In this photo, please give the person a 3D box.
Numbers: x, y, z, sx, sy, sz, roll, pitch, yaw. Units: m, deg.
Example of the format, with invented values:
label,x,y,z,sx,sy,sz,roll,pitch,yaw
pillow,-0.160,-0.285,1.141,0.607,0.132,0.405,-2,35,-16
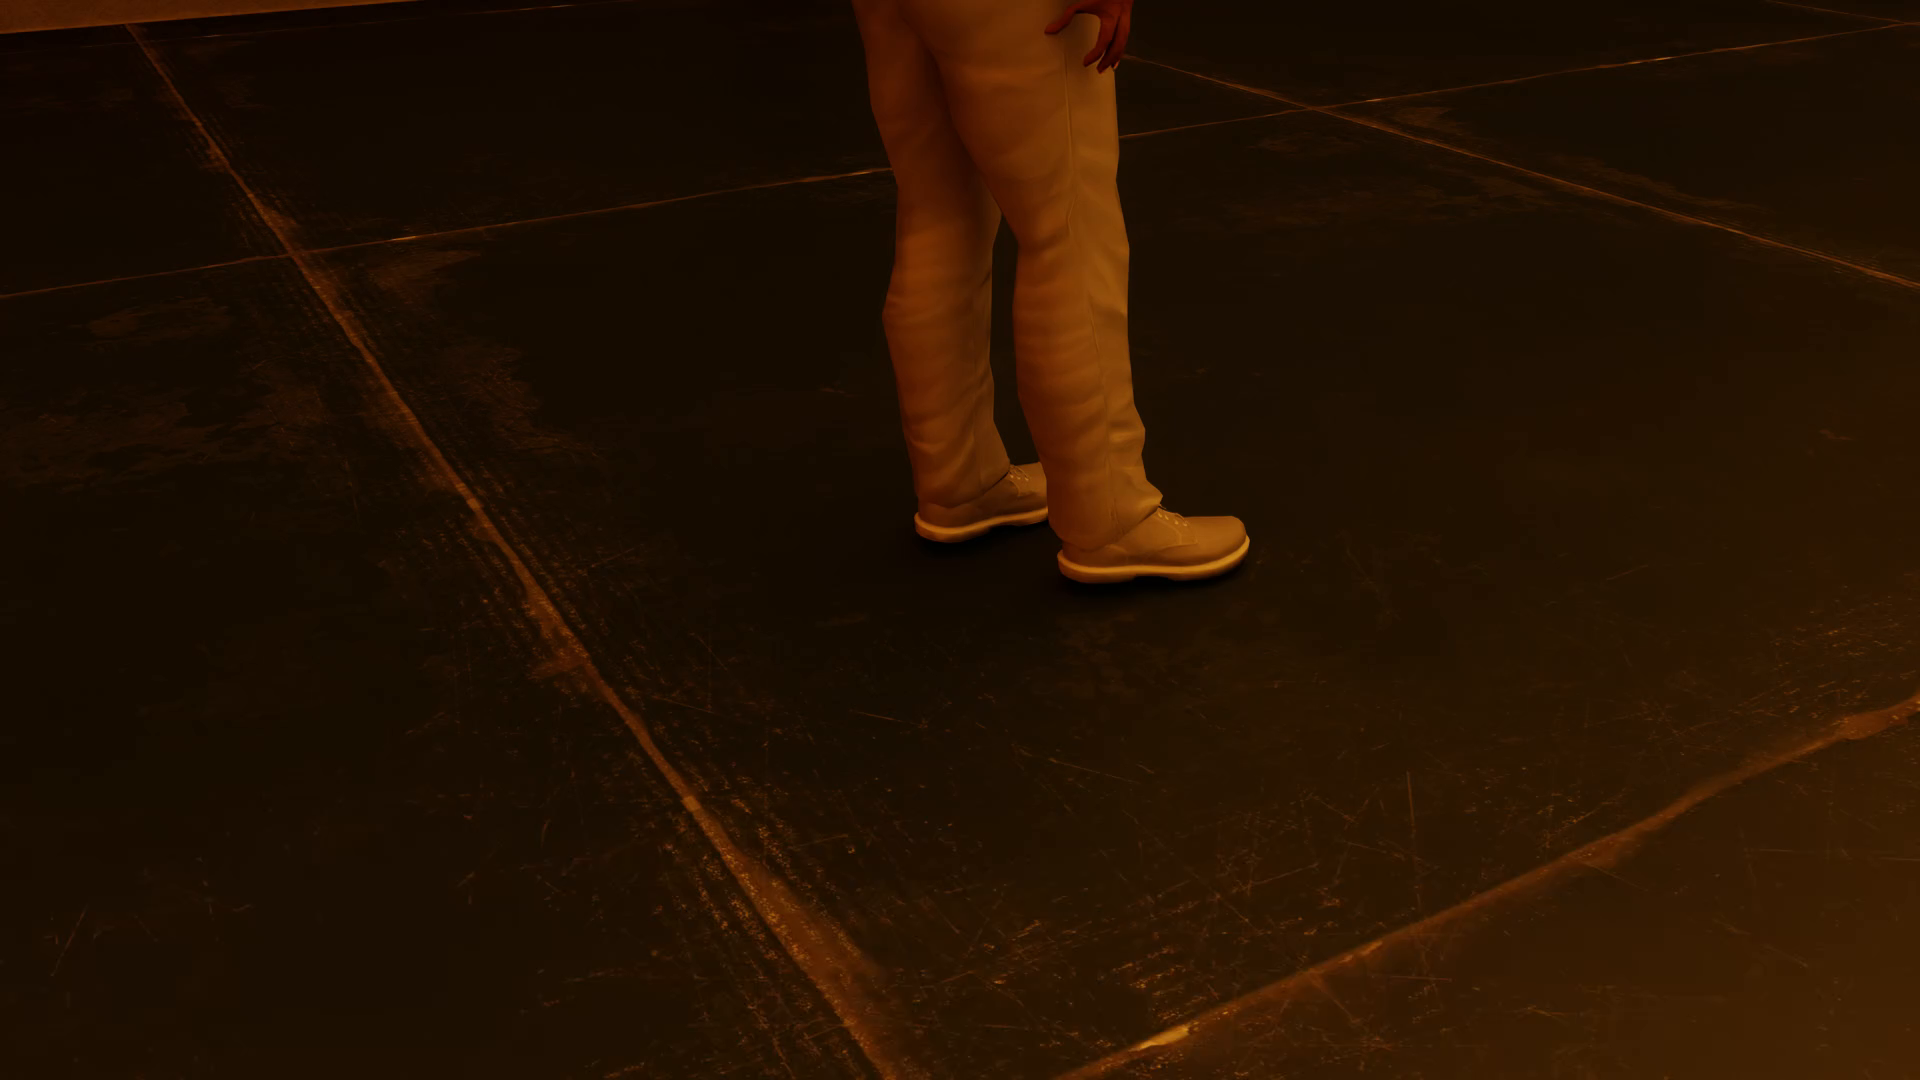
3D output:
label,x,y,z,sx,sy,sz,roll,pitch,yaw
person,0.075,-0.770,2.132,0.528,1.693,0.569,-15,30,-26
